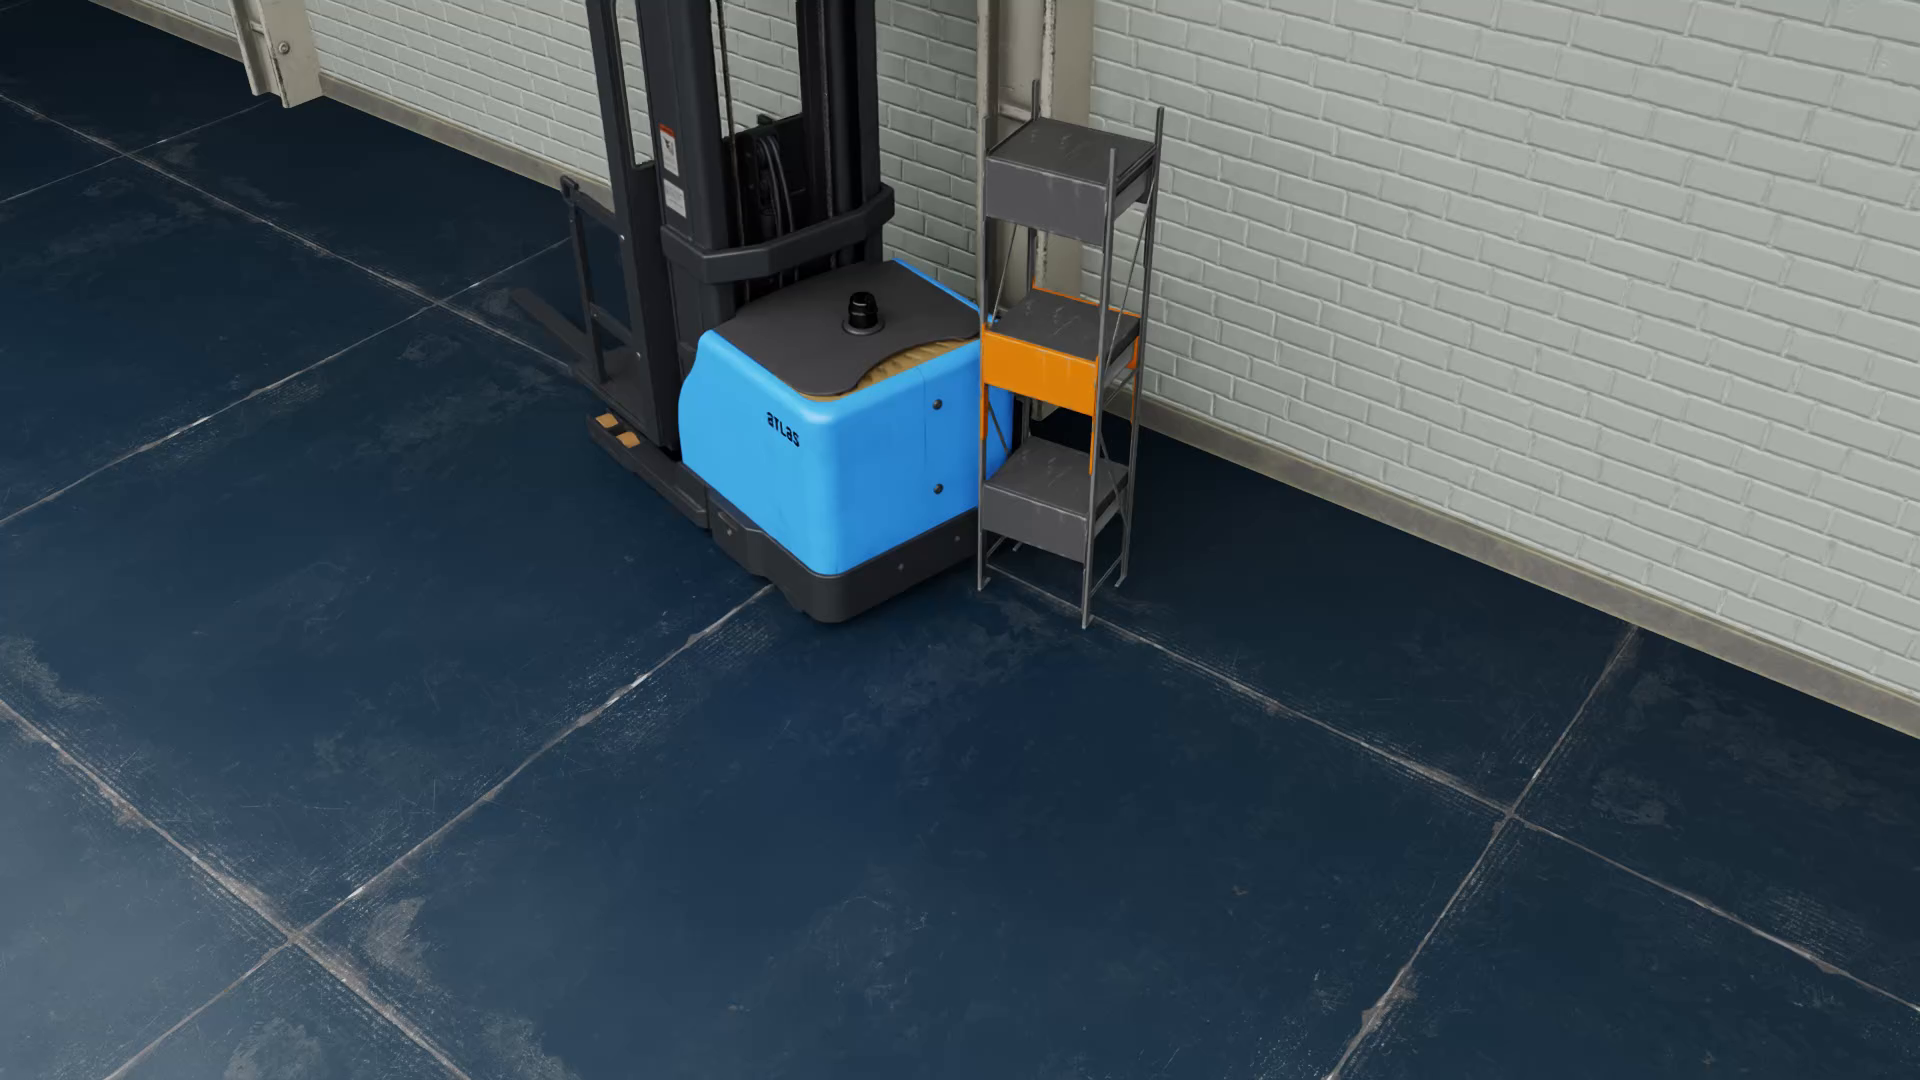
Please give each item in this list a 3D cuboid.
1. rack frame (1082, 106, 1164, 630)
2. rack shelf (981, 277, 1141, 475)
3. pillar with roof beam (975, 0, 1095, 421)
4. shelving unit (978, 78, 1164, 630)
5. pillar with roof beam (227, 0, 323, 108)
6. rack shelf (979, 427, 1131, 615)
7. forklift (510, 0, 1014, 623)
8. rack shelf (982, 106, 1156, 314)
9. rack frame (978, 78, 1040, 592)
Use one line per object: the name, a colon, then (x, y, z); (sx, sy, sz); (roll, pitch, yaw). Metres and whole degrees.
rack frame: (0.603, -0.570, 6.274); (0.015, 2.100, 0.400); (19, 42, 23)
rack shelf: (0.391, -0.634, 6.378); (0.480, 0.518, 0.431); (19, 42, 23)
pillar with roof beam: (-2.298, -2.152, 2.699); (0.400, 9.000, 9.100); (25, 45, 29)
shelving unit: (0.391, -0.644, 6.370); (0.503, 2.100, 0.431); (19, 42, 23)
pillar with roof beam: (-7.063, -4.399, 5.569); (0.400, 9.000, 9.100); (25, 45, 29)
rack shelf: (0.391, -0.082, 6.810); (0.480, 0.518, 0.431); (19, 42, 23)
forklift: (-1.088, -1.661, 6.994); (1.130, 2.935, 3.031); (-27, 45, -30)
rack shelf: (0.391, -1.185, 5.947); (0.480, 0.518, 0.431); (19, 42, 23)
rack frame: (0.180, -0.719, 6.465); (0.015, 2.100, 0.400); (19, 42, 23)
